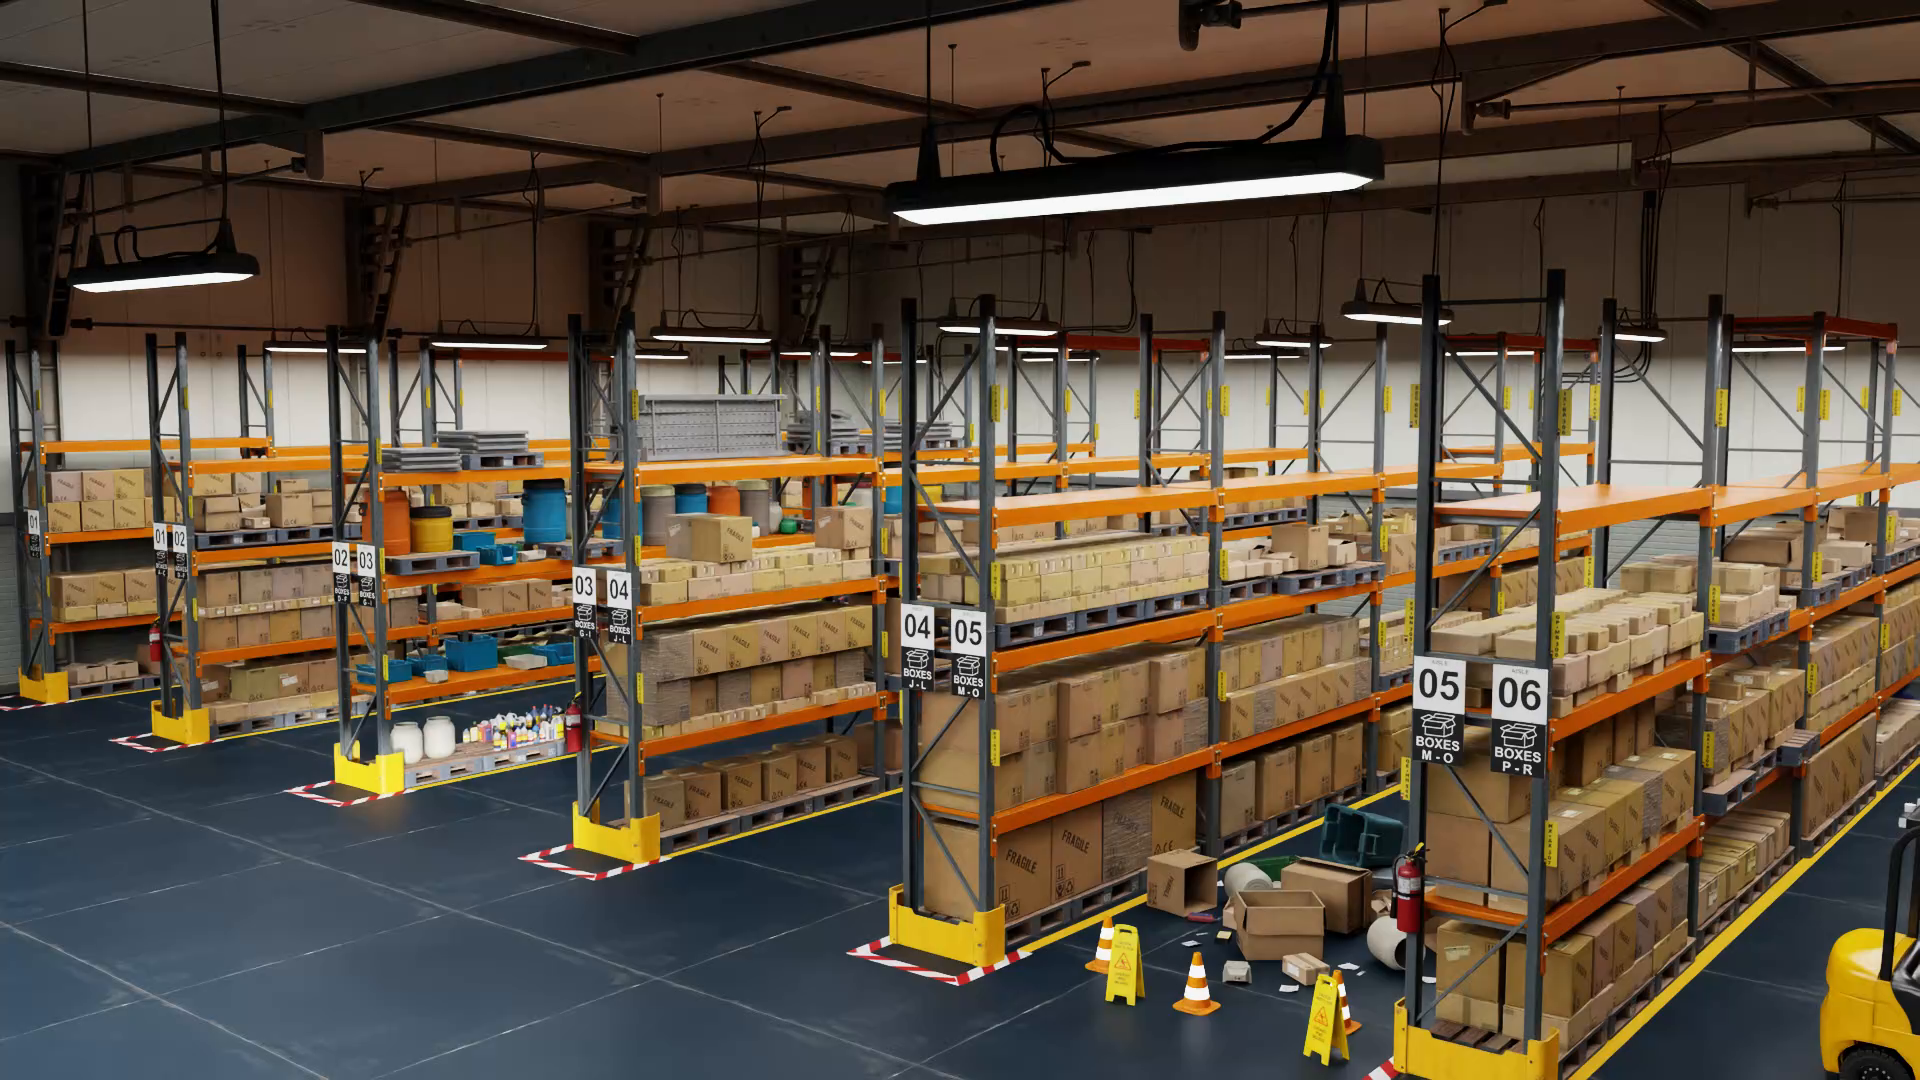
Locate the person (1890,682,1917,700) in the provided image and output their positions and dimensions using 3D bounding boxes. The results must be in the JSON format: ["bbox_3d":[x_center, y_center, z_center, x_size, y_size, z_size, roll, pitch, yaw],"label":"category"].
[{"bbox_3d":[14.541,2.035,25.554,0.612,1.630,0.488,4,7,38],"label":"person"}]

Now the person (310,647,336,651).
[{"bbox_3d":[-10.815,1.734,28.515,0.669,1.762,0.754,2,6,25],"label":"person"}]
